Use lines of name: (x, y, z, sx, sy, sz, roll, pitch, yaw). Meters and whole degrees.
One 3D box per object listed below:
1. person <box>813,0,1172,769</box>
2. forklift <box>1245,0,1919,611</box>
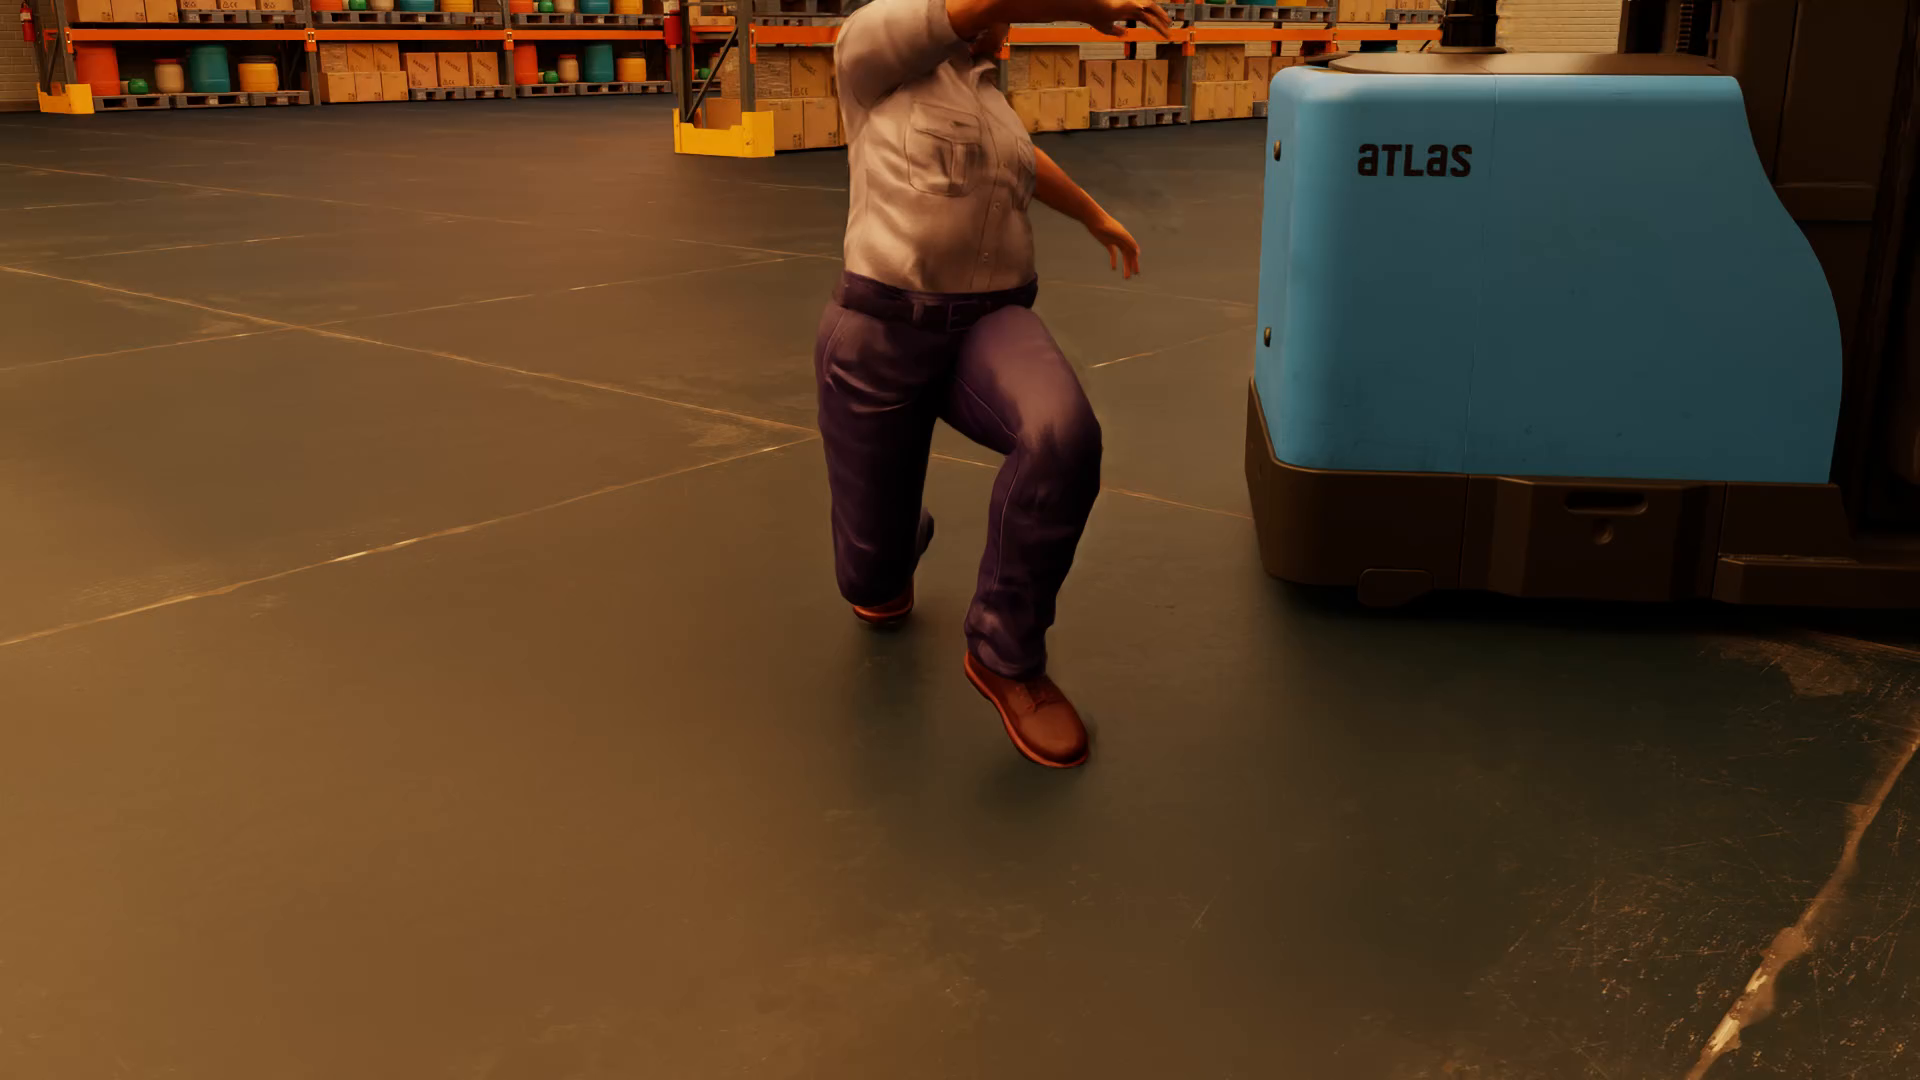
person: (0.142, -0.416, 3.007, 0.842, 1.362, 0.950, -8, 19, -25)
forklift: (2.193, -1.345, 3.327, 3.031, 2.935, 1.130, 2, 17, 6)
